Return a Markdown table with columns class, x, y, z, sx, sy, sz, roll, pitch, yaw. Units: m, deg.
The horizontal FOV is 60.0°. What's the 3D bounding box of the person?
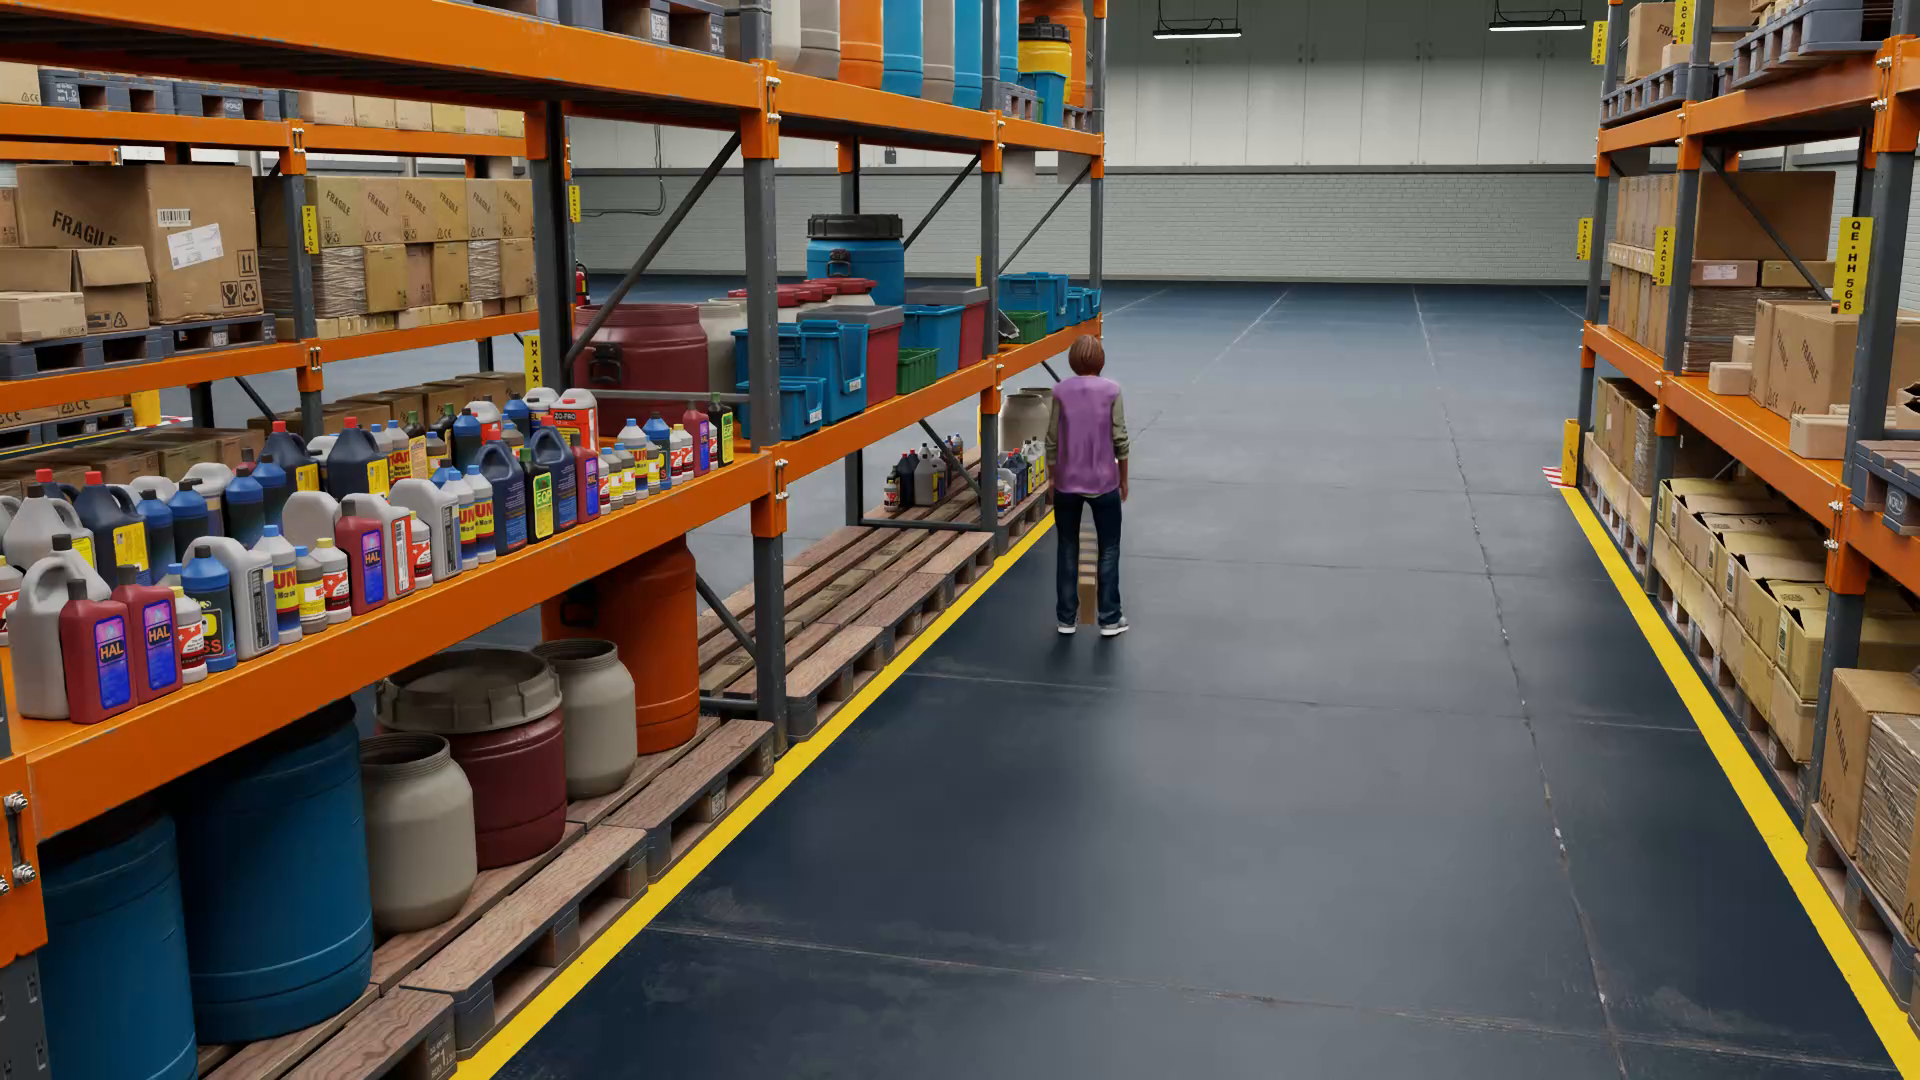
| class | x | y | z | sx | sy | sz | roll | pitch | yaw |
| --- | --- | --- | --- | --- | --- | --- | --- | --- | --- |
| person | 0.674 | -0.281 | 8.831 | 0.460 | 1.594 | 0.338 | 2 | 12 | 12 |
